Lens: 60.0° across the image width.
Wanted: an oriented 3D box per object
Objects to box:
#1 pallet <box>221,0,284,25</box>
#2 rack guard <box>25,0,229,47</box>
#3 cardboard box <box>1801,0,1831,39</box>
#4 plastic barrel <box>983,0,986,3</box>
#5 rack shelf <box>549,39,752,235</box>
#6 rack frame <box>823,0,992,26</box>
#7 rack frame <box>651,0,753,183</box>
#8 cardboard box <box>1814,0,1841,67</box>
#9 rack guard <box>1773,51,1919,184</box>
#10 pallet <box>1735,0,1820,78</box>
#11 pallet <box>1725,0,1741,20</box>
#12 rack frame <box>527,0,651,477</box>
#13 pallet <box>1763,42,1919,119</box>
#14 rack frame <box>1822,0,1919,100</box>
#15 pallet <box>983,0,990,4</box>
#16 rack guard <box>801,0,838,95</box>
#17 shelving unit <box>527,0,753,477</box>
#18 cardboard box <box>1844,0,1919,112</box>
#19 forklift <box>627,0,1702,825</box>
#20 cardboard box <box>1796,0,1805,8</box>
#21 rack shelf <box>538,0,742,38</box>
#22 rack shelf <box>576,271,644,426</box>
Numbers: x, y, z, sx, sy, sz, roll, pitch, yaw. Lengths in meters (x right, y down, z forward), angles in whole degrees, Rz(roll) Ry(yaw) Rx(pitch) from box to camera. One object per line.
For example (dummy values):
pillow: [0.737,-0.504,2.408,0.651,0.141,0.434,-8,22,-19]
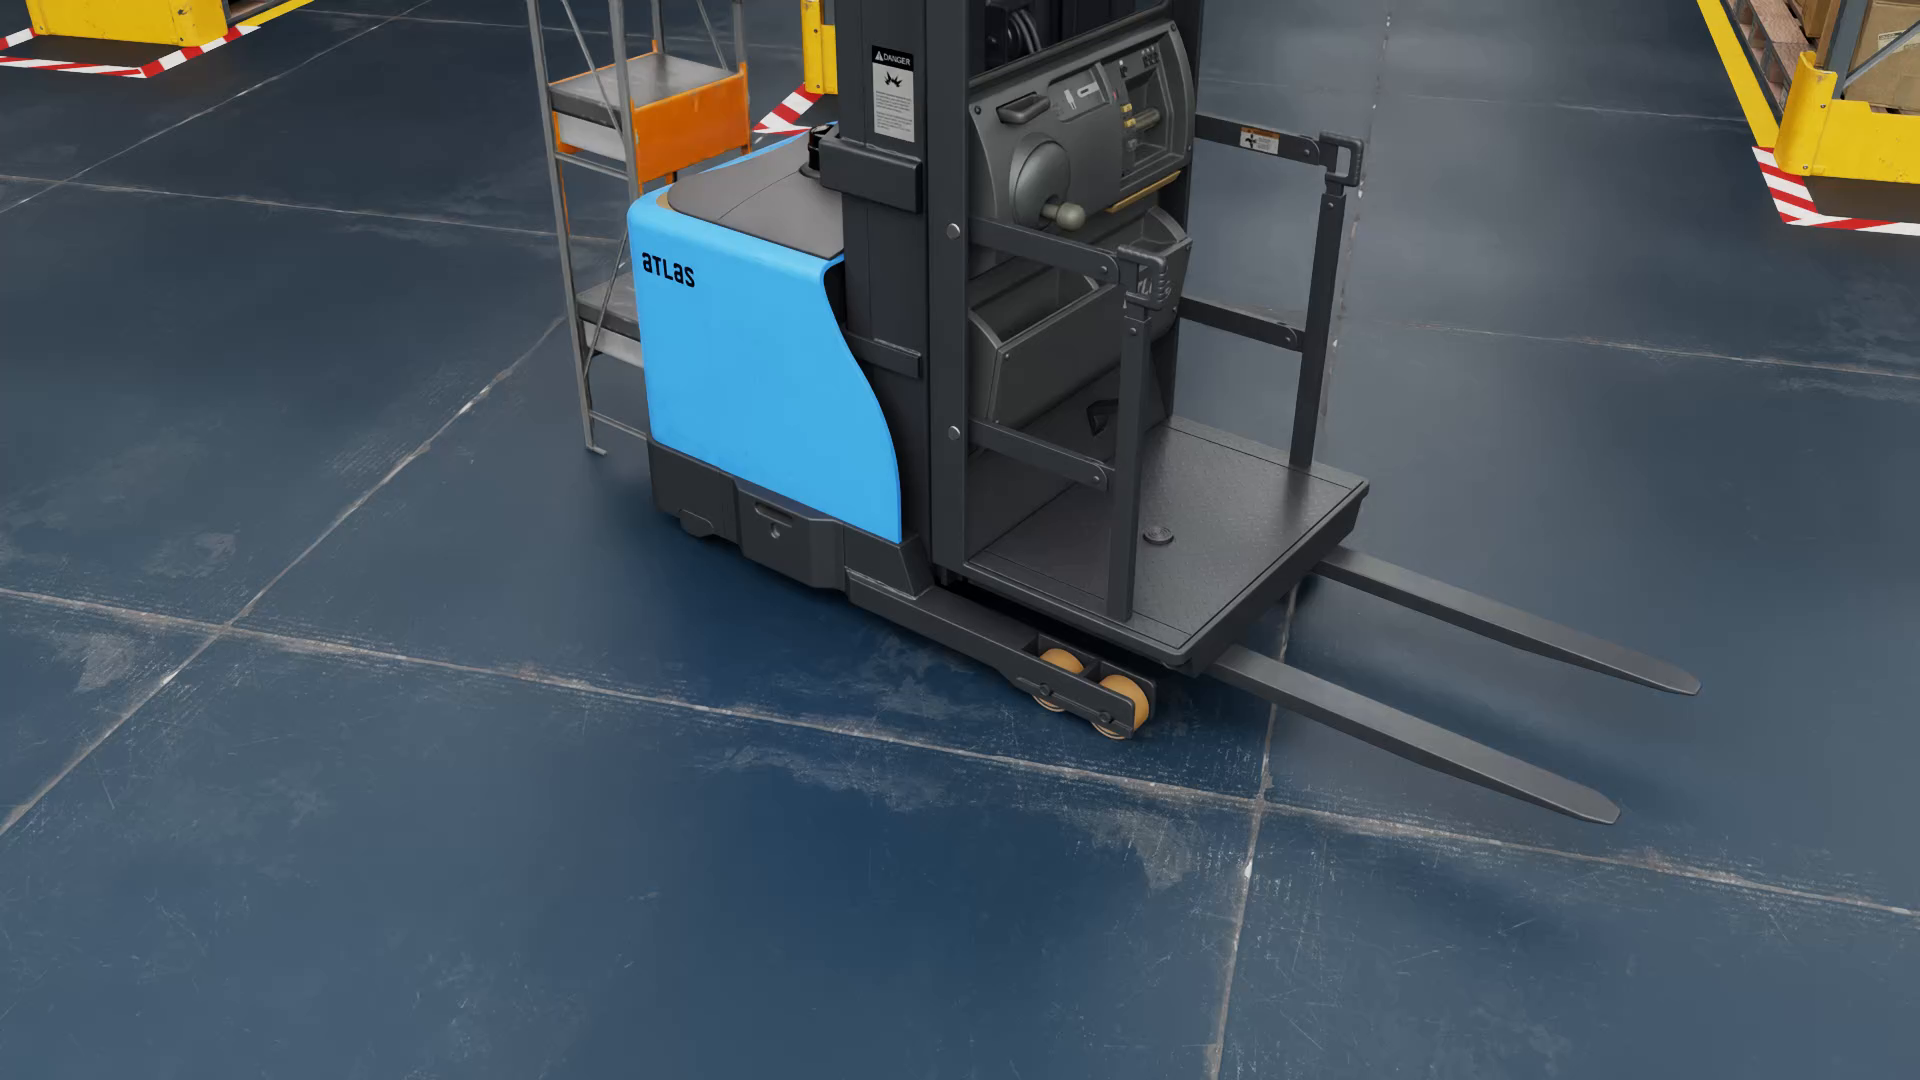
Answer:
pallet: [-4.868,-3.583,10.690,1.003,0.211,1.213,8,33,12]
rack guard: [-5.027,-3.290,9.959,1.175,0.500,0.348,8,33,12]
cardboard box: [5.030,-3.088,9.250,0.500,0.500,0.500,11,34,17]
plastic barrel: [-0.011,-3.421,9.762,0.421,0.512,0.421,0,32,0]
rack shelf: [-0.975,-1.232,5.255,0.431,0.518,0.480,23,39,31]
rack frame: [-0.231,-3.681,8.245,1.000,3.000,0.127,8,33,12]
rack frame: [-0.826,-1.347,5.410,0.400,2.100,0.015,23,39,31]
cardboard box: [4.853,-2.766,8.743,0.500,0.500,0.500,17,36,25]
rack guard: [4.579,-1.991,7.917,1.175,0.500,0.348,8,33,12]
pallet: [5.131,-2.917,9.642,1.003,0.211,1.213,8,33,12]
pallet: [5.439,-3.552,10.641,1.003,0.211,1.213,8,33,12]
rack frame: [-1.124,-1.140,5.084,0.400,2.100,0.015,23,39,31]
pallet: [4.819,-2.286,8.650,1.003,0.211,1.213,8,33,12]
rack frame: [4.560,-3.007,7.184,1.000,3.000,0.127,8,33,12]
pallet: [-0.046,-2.971,9.727,1.003,0.211,1.213,8,33,12]
rack guard: [-0.257,-2.672,8.987,1.175,0.500,0.348,8,33,12]
shelving unit: [-0.975,-1.244,5.247,0.431,2.100,0.503,23,39,31]
cardboard box: [4.734,-2.451,8.248,0.500,0.500,0.500,14,35,21]
forklift: [0.497,-1.033,4.142,3.031,2.935,1.130,22,39,31]
cardboard box: [5.215,-3.372,9.696,0.500,0.500,0.500,5,33,8]
rack shelf: [-0.973,-1.823,4.878,0.431,0.518,0.480,23,39,31]
rack shelf: [-0.978,-0.642,5.631,0.431,0.518,0.480,23,39,31]
